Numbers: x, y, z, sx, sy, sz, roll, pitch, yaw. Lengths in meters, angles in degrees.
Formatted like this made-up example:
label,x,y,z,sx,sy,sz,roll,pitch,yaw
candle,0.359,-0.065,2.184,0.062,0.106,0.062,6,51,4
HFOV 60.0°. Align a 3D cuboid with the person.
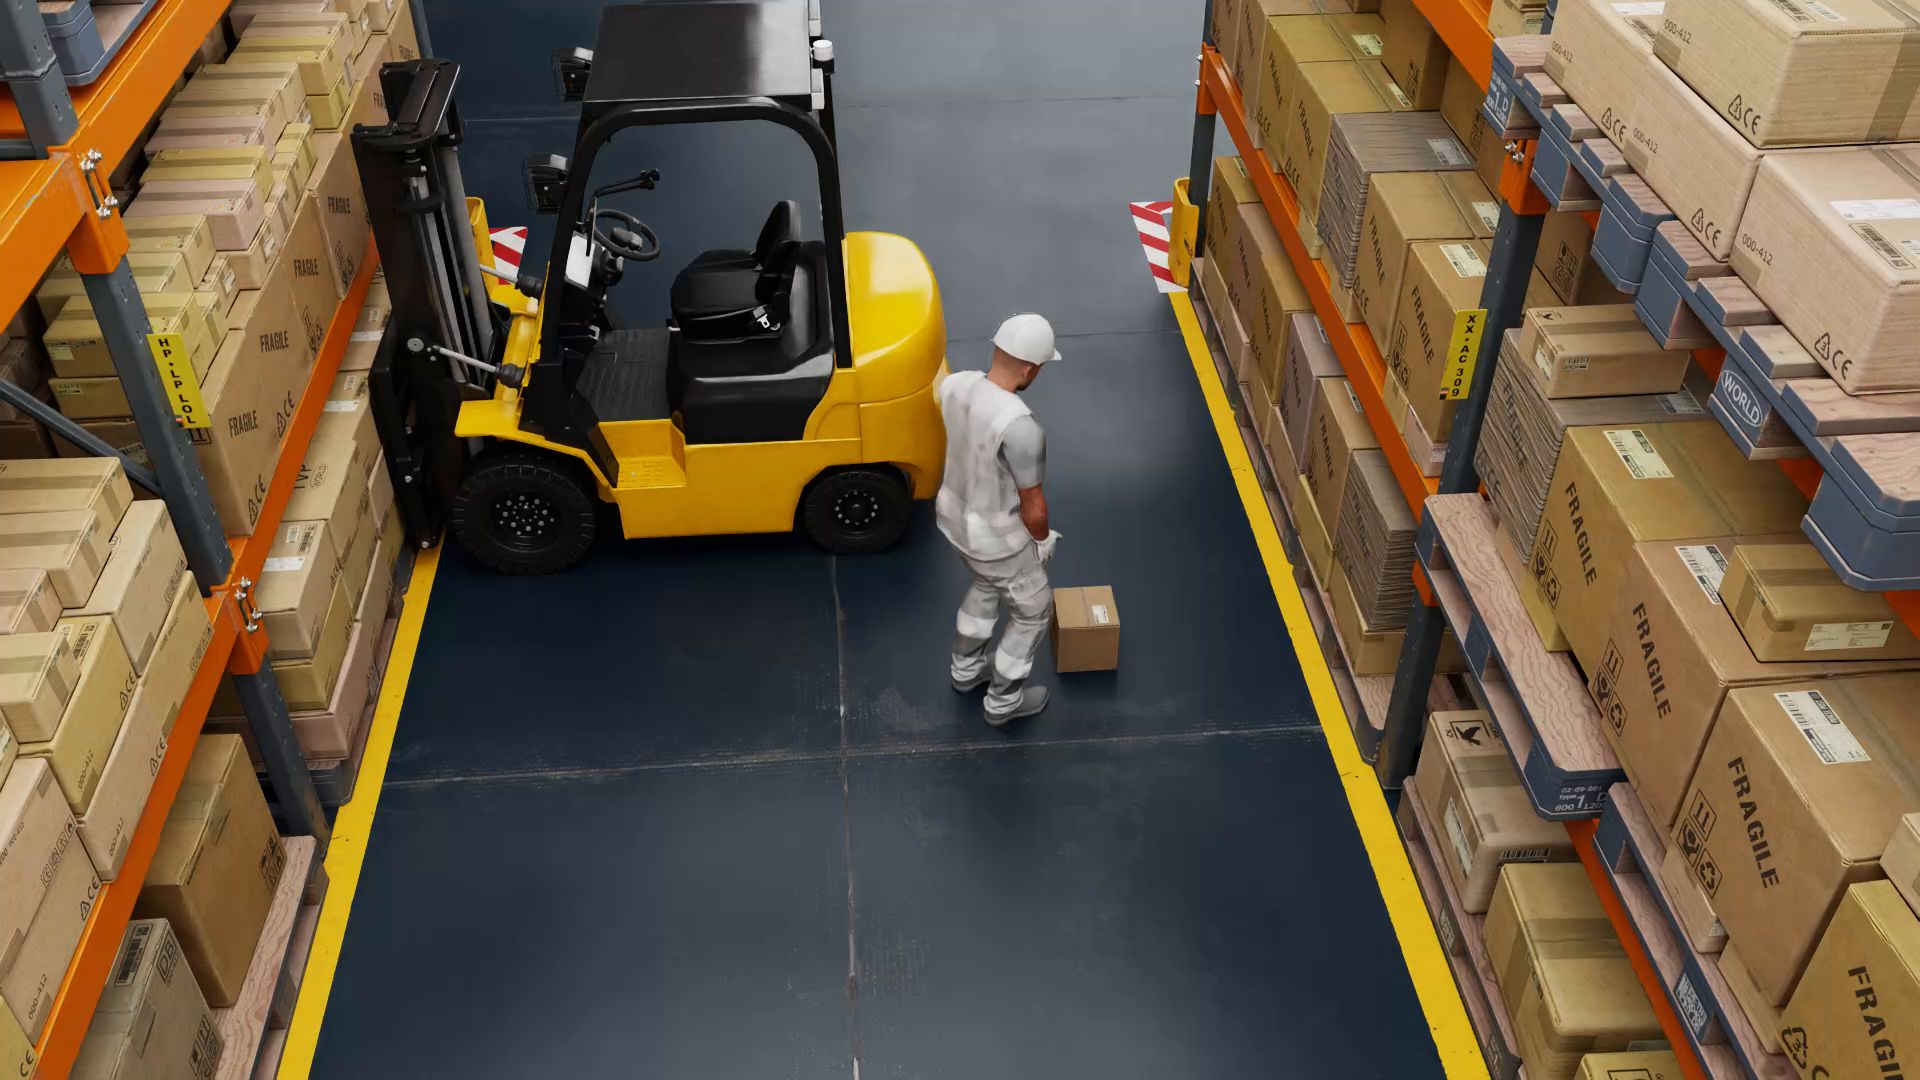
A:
label,x,y,z,sx,sy,sz,roll,pitch,yaw
person,0.150,-0.072,6.277,0.477,1.724,0.547,-22,44,-25
